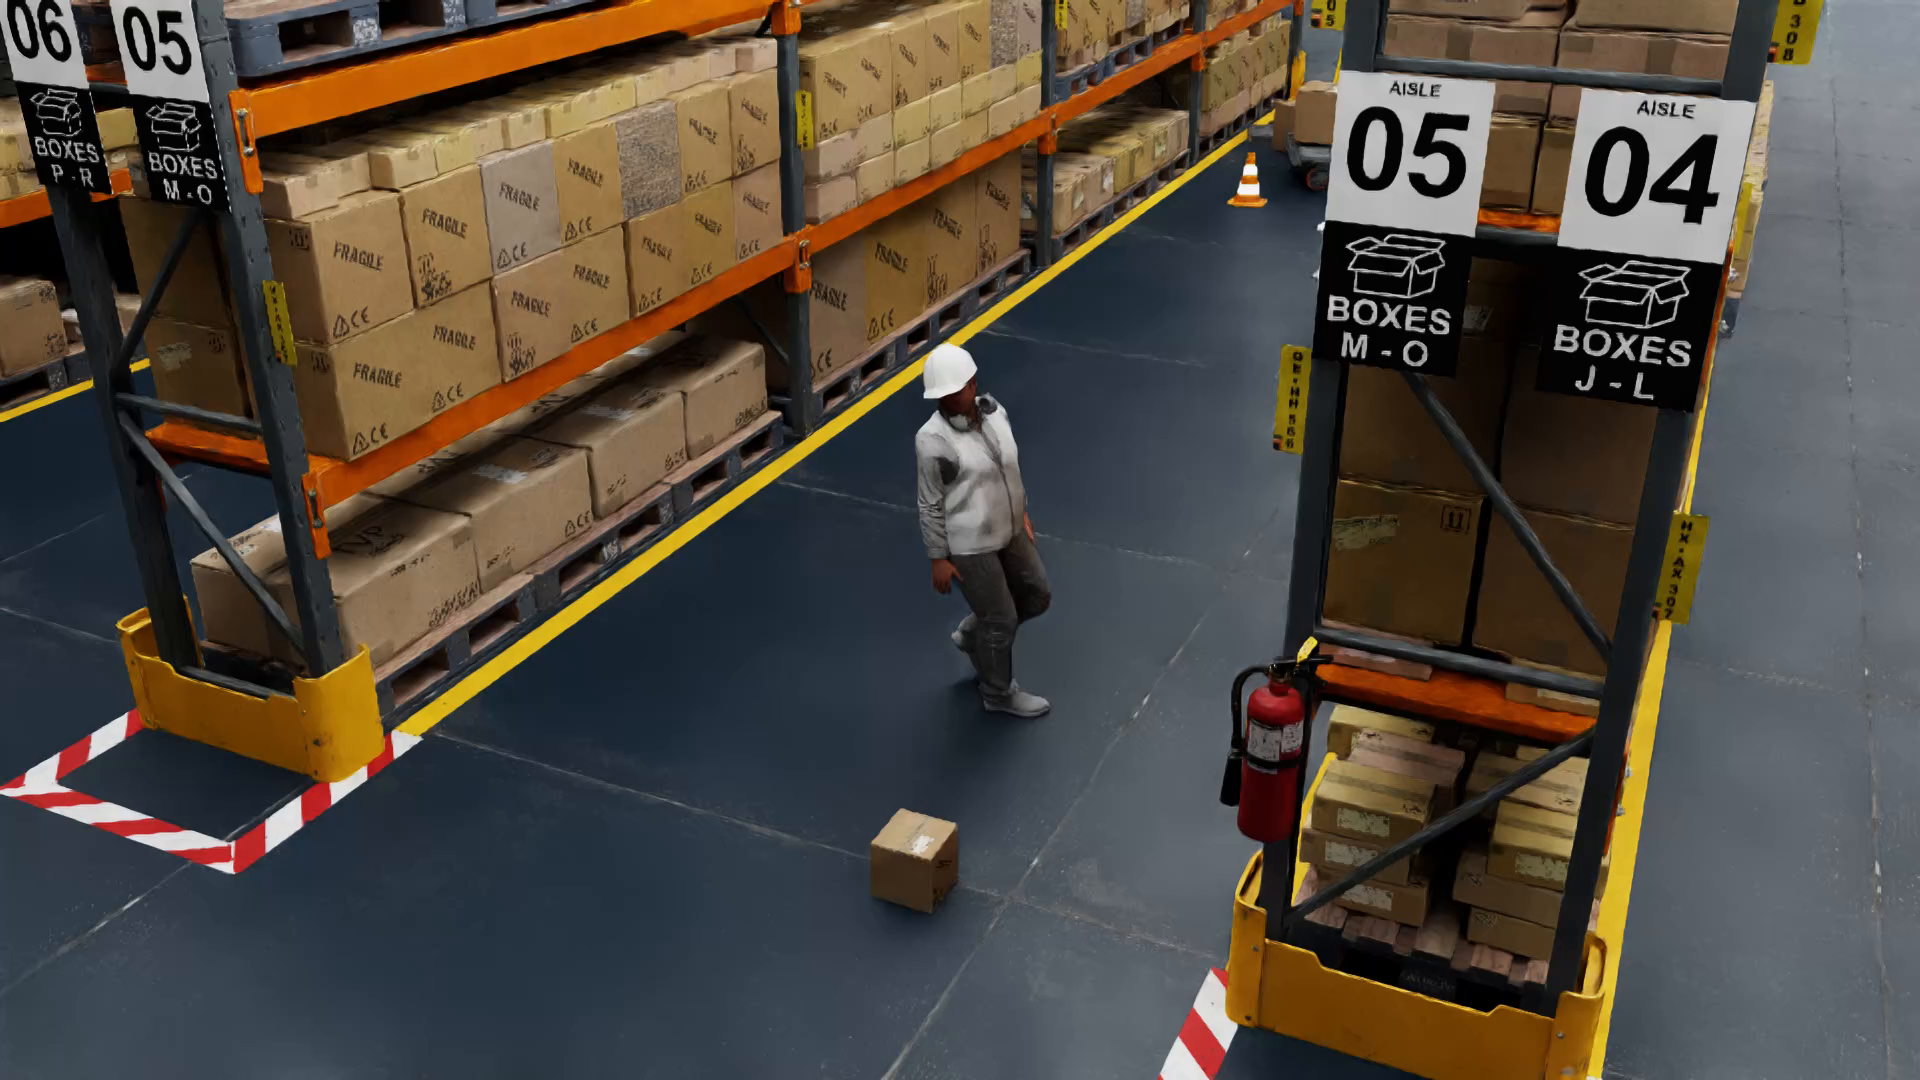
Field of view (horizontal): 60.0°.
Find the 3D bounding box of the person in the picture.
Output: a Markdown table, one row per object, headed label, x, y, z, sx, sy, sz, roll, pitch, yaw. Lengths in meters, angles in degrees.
| label | x | y | z | sx | sy | sz | roll | pitch | yaw |
| --- | --- | --- | --- | --- | --- | --- | --- | --- | --- |
| person | 0.110 | -0.010 | 7.140 | 0.525 | 1.748 | 0.587 | 14 | 29 | 26 |
